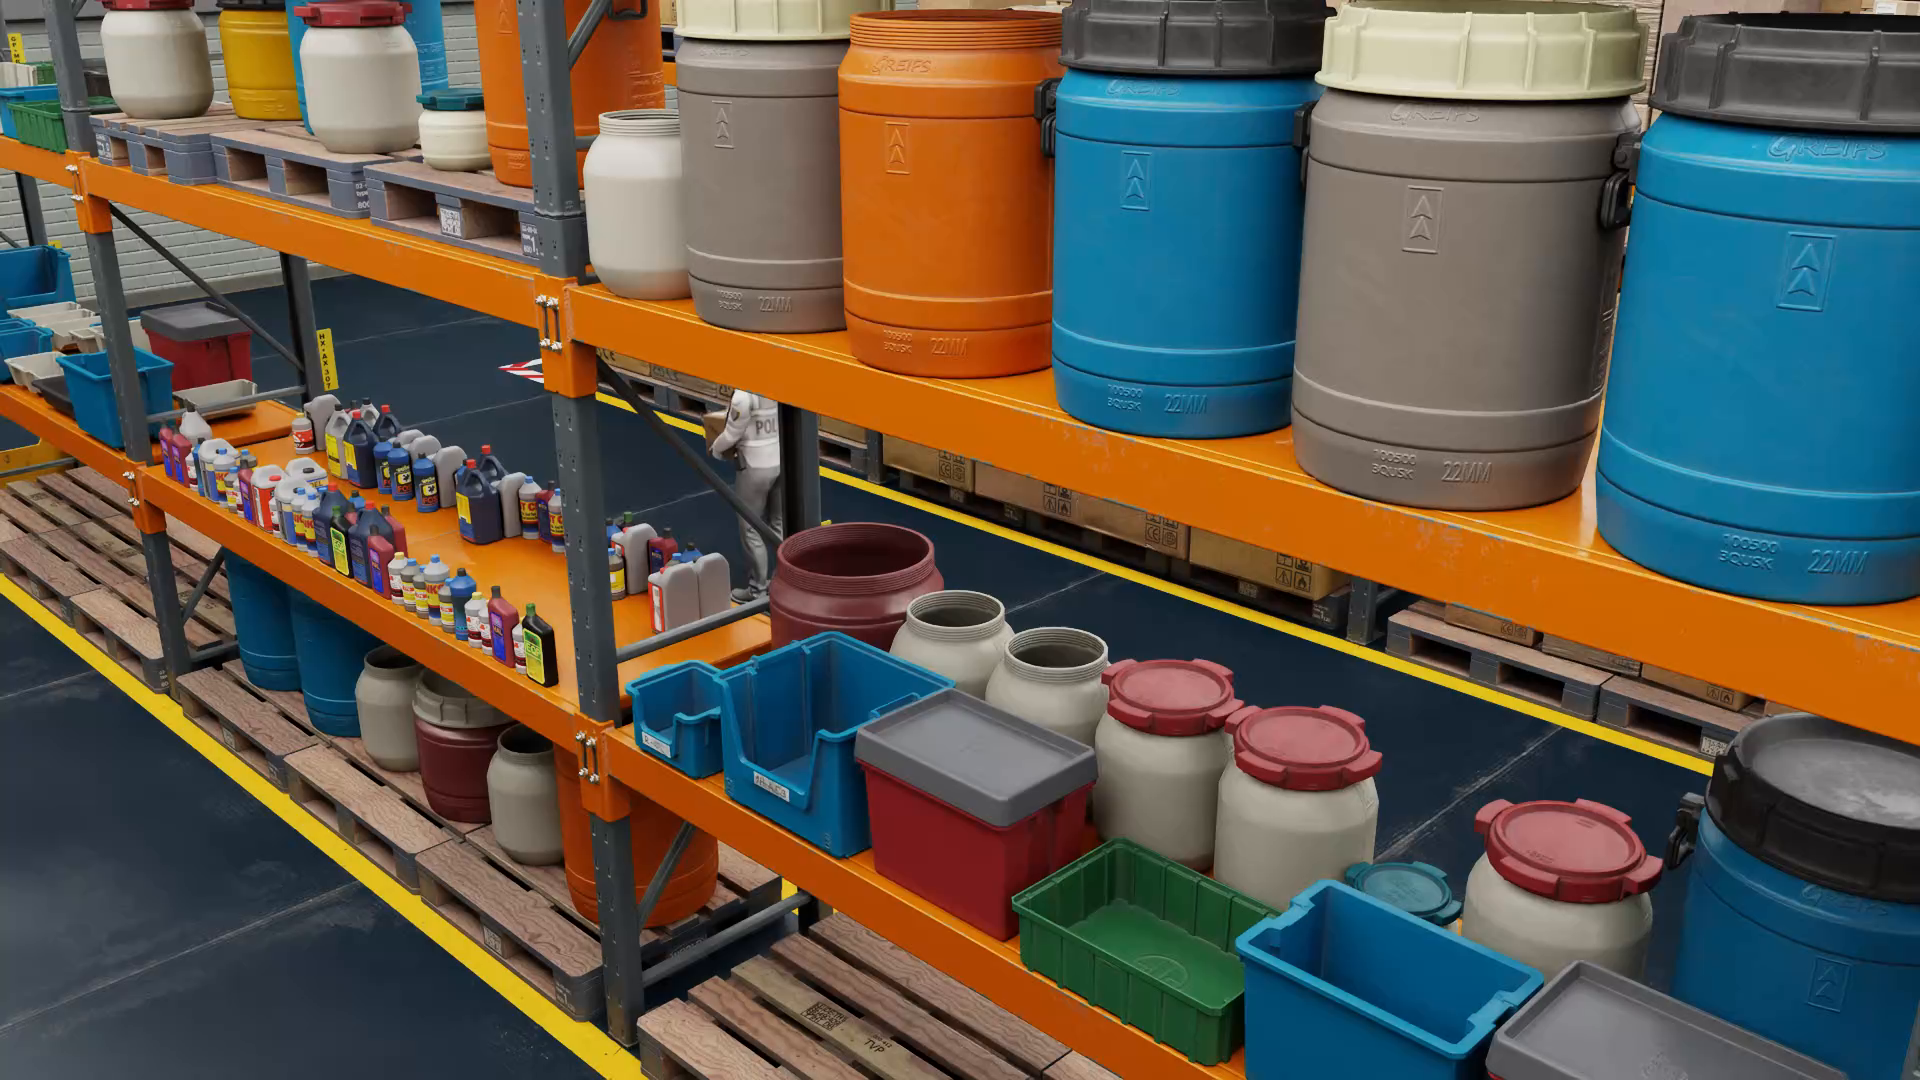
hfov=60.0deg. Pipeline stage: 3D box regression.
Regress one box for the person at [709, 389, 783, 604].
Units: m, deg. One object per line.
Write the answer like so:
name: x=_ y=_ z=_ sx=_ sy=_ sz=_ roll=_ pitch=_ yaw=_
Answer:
person: x=-1.181 y=-0.433 z=9.677 sx=0.554 sy=1.693 sz=0.466 roll=19 pitch=28 yaw=41
